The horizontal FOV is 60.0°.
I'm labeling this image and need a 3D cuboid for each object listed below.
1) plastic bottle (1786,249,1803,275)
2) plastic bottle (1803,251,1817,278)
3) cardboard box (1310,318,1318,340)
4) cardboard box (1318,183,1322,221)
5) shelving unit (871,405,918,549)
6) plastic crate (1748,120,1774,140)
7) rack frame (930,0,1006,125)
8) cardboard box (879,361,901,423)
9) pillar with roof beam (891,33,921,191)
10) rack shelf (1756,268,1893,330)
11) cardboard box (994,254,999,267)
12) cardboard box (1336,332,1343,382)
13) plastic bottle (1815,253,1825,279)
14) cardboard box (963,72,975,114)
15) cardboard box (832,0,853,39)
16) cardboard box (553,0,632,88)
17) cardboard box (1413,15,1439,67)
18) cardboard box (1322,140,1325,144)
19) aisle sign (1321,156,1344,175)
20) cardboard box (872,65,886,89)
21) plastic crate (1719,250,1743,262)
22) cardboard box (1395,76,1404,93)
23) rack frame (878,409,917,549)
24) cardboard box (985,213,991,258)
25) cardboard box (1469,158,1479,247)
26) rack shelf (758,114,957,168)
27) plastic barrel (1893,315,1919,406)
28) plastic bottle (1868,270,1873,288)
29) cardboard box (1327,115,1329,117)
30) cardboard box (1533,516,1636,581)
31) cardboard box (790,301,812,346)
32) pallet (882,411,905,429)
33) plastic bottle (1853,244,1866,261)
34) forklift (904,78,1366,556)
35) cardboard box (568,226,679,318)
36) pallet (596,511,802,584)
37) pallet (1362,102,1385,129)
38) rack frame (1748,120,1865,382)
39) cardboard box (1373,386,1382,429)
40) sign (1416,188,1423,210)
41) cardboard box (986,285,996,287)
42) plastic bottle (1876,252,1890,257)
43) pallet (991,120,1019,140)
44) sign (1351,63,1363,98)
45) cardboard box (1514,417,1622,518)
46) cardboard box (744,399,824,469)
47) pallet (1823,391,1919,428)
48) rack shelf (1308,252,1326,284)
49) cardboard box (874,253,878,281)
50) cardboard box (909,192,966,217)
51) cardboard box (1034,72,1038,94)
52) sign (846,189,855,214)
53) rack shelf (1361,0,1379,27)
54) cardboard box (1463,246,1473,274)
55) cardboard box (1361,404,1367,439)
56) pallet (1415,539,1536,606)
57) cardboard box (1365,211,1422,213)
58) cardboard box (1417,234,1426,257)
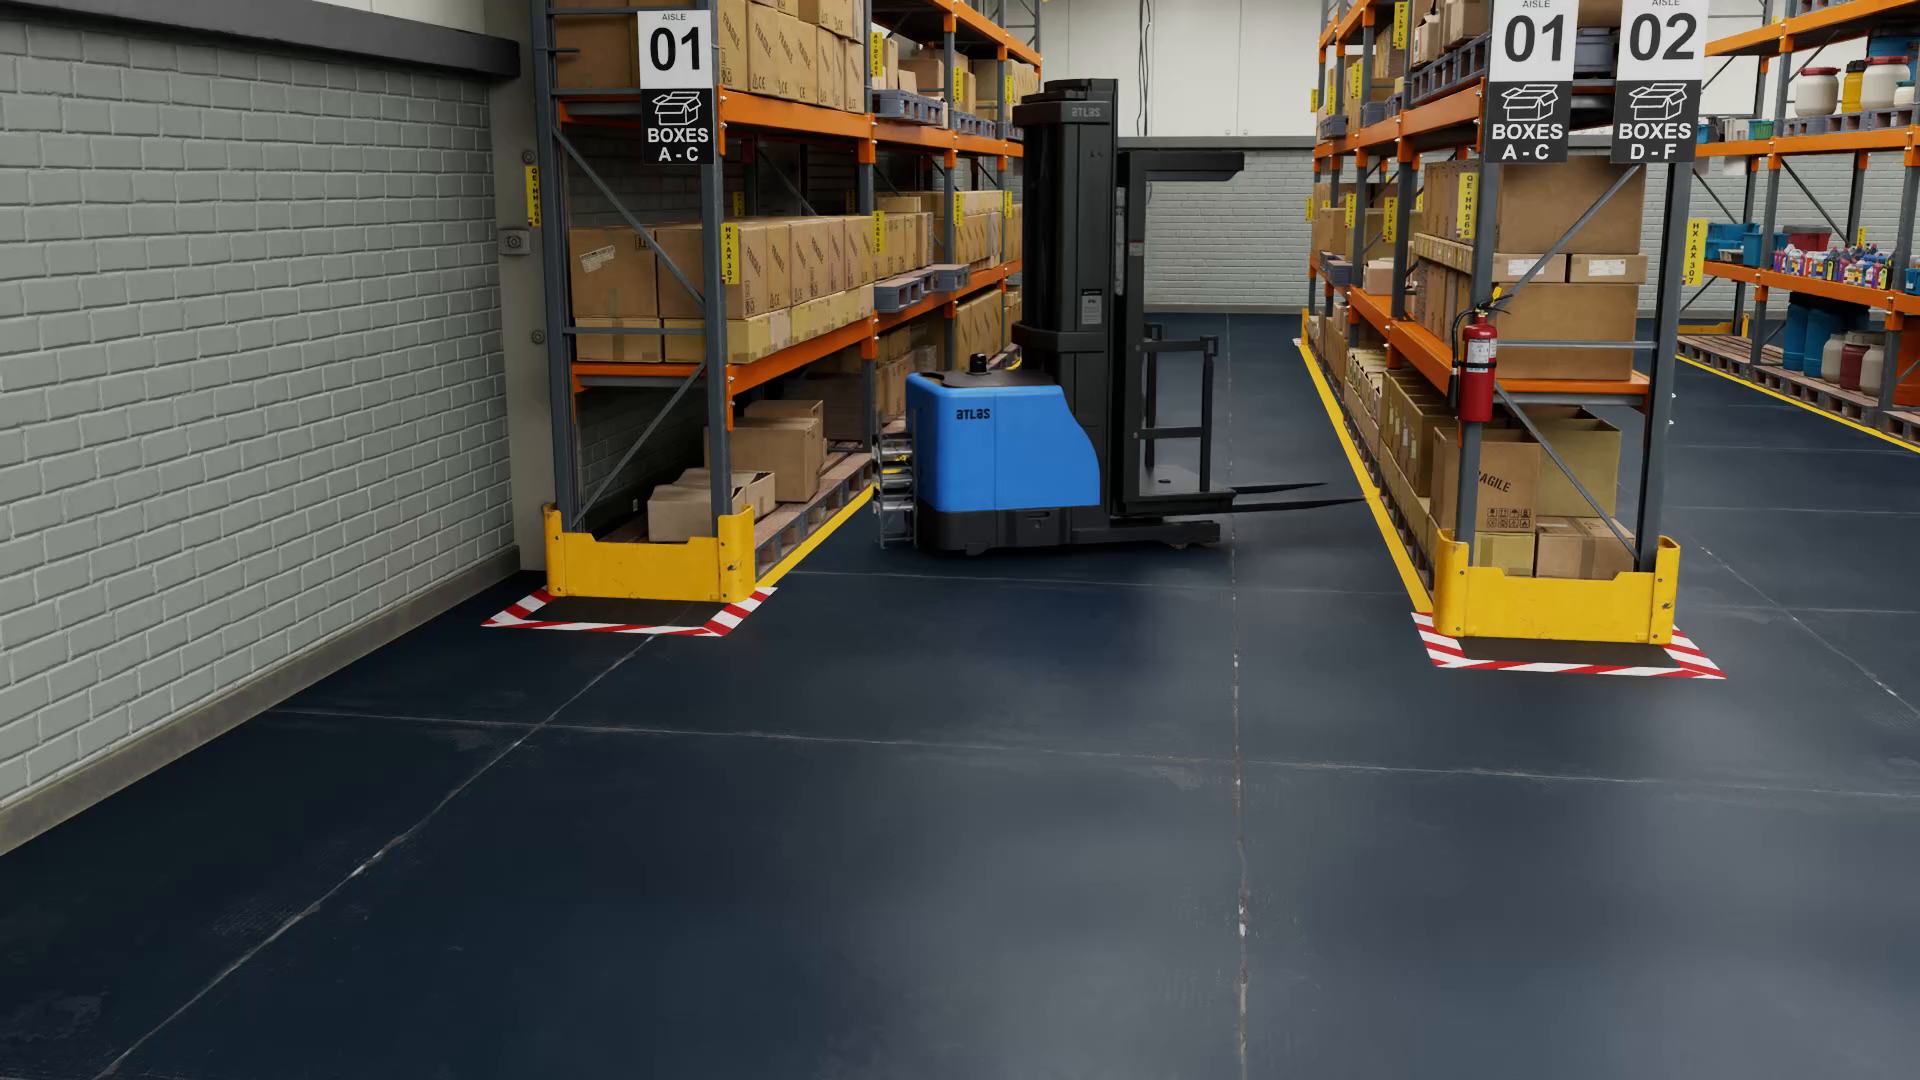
[{"bbox_3d":[9.341,-3.106,18.578,0.152,0.276,0.135,2,12,9],"label":"plastic bottle"},{"bbox_3d":[9.255,-2.989,18.037,0.152,0.276,0.135,2,12,9],"label":"plastic bottle"},{"bbox_3d":[5.049,-2.879,22.715,0.500,0.250,0.500,2,12,9],"label":"cardboard box"},{"bbox_3d":[5.006,-4.455,21.936,0.500,0.500,0.500,2,12,8],"label":"cardboard box"},{"bbox_3d":[-0.424,-0.408,10.748,0.258,0.900,0.210,-3,13,-14],"label":"shelving unit"},{"bbox_3d":[9.670,-4.911,19.937,0.416,0.233,0.300,2,12,9],"label":"plastic crate"},{"bbox_3d":[0.056,-6.580,20.166,1.000,3.000,0.127,2,12,9],"label":"rack frame"},{"bbox_3d":[-0.929,-1.343,14.994,0.700,0.500,0.500,2,12,9],"label":"cardboard box"},{"bbox_3d":[3.563,-6.614,20.325,9.100,9.000,0.400,2,12,9],"label":"pillar with roof beam"},{"bbox_3d":[9.538,-2.558,17.452,1.077,0.370,4.000,2,12,9],"label":"rack shelf"},{"bbox_3d":[0.268,-3.402,20.206,0.380,0.149,0.250,2,12,10],"label":"cardboard box"},{"bbox_3d":[4.328,-1.958,17.848,0.500,0.500,0.500,1,12,7],"label":"cardboard box"},{"bbox_3d":[9.175,-2.915,17.706,0.097,0.271,0.097,0,12,0],"label":"plastic bottle"},{"bbox_3d":[-0.209,-5.080,19.044,0.700,0.500,0.500,2,12,8],"label":"cardboard box"},{"bbox_3d":[-1.058,-3.768,11.578,0.500,0.500,0.500,3,12,12],"label":"cardboard box"},{"bbox_3d":[-1.975,-2.769,9.319,0.500,0.500,0.500,3,12,13],"label":"cardboard box"},{"bbox_3d":[3.300,-3.310,10.995,0.500,0.311,0.500,1,12,6],"label":"cardboard box"},{"bbox_3d":[5.001,-5.303,21.714,0.500,0.250,0.500,2,12,9],"label":"cardboard box"},{"bbox_3d":[5.287,-5.615,23.757,0.394,0.787,0.004,2,12,9],"label":"aisle sign"},{"bbox_3d":[-0.916,-3.850,13.830,0.500,0.311,0.500,2,12,10],"label":"cardboard box"},{"bbox_3d":[9.816,-3.599,21.057,0.293,0.136,0.466,2,12,9],"label":"plastic crate"},{"bbox_3d":[4.322,-4.157,15.402,0.500,0.250,0.500,1,12,4],"label":"cardboard box"},{"bbox_3d":[-0.398,-0.387,10.652,0.240,0.900,0.006,-3,13,-14],"label":"rack frame"},{"bbox_3d":[0.080,-3.536,19.292,0.500,0.500,0.500,2,12,9],"label":"cardboard box"},{"bbox_3d":[3.274,-1.890,9.327,0.700,0.500,0.500,2,12,7],"label":"cardboard box"},{"bbox_3d":[-0.867,-3.513,14.762,1.077,0.370,4.000,2,12,9],"label":"rack shelf"},{"bbox_3d":[9.288,-1.741,16.104,0.600,0.830,0.708,2,12,9],"label":"plastic barrel"},{"bbox_3d":[8.942,-2.566,16.252,0.097,0.201,0.097,0,12,0],"label":"plastic bottle"},{"bbox_3d":[4.838,-5.339,20.697,0.500,0.250,0.500,2,12,9],"label":"cardboard box"},{"bbox_3d":[3.408,0.045,9.196,0.500,0.250,0.500,2,12,9],"label":"cardboard box"},{"bbox_3d":[-1.251,-1.392,10.639,0.500,0.250,0.500,2,12,8],"label":"cardboard box"},{"bbox_3d":[-0.871,-1.036,15.298,1.003,0.211,1.213,2,12,9],"label":"pallet"},{"bbox_3d":[9.856,-3.067,18.220,0.144,0.351,0.185,2,12,9],"label":"plastic bottle"},{"bbox_3d":[1.197,-1.480,10.904,3.031,2.935,1.130,-3,13,-14],"label":"forklift"},{"bbox_3d":[-1.927,-1.557,9.629,0.500,0.500,0.500,2,12,8],"label":"cardboard box"},{"bbox_3d":[-1.618,0.030,10.353,1.003,0.211,1.213,2,12,9],"label":"pallet"},{"bbox_3d":[4.320,-3.885,15.228,1.213,0.211,1.003,2,12,11],"label":"pallet"},{"bbox_3d":[9.845,-3.326,19.308,1.000,3.000,0.127,2,12,9],"label":"rack frame"},{"bbox_3d":[3.500,-1.051,12.950,0.500,0.311,0.500,2,12,9],"label":"cardboard box"},{"bbox_3d":[5.500,-4.036,19.855,0.100,0.325,0.005,2,12,9],"label":"sign"},{"bbox_3d":[0.407,-3.559,23.782,0.380,0.149,0.250,2,12,9],"label":"cardboard box"},{"bbox_3d":[9.950,-2.964,17.922,0.152,0.276,0.135,2,12,9],"label":"plastic bottle"},{"bbox_3d":[0.192,-5.240,21.280,1.003,0.211,1.213,2,12,9],"label":"pallet"},{"bbox_3d":[3.800,-4.392,15.906,0.100,0.325,0.005,2,12,9],"label":"sign"},{"bbox_3d":[3.483,-0.426,9.600,0.500,0.500,0.500,2,12,9],"label":"cardboard box"},{"bbox_3d":[-1.294,-0.758,12.279,0.500,0.500,0.500,1,12,4],"label":"cardboard box"},{"bbox_3d":[9.310,-1.296,16.506,1.003,0.211,1.213,2,12,9],"label":"pallet"},{"bbox_3d":[5.259,-3.552,22.064,1.077,0.370,4.000,2,12,9],"label":"rack shelf"},{"bbox_3d":[-1.062,-2.351,13.500,0.700,0.500,0.500,2,12,9],"label":"cardboard box"},{"bbox_3d":[-0.230,-3.478,17.239,0.500,0.250,0.500,2,12,10],"label":"cardboard box"},{"bbox_3d":[0.828,-6.333,23.480,0.500,0.500,0.500,2,12,8],"label":"cardboard box"},{"bbox_3d":[-1.108,-3.398,16.892,0.100,0.325,0.005,2,12,9],"label":"sign"},{"bbox_3d":[4.029,-4.624,13.747,1.077,0.370,4.000,2,12,9],"label":"rack shelf"},{"bbox_3d":[3.095,-1.601,9.527,0.380,0.149,0.250,2,12,9],"label":"cardboard box"},{"bbox_3d":[3.656,-0.991,14.001,0.500,0.250,0.500,2,12,10],"label":"cardboard box"},{"bbox_3d":[3.182,0.213,9.504,1.003,0.211,1.213,2,12,9],"label":"pallet"},{"bbox_3d":[4.651,-3.228,17.618,0.700,0.500,0.500,4,13,19],"label":"cardboard box"},{"bbox_3d":[3.450,-2.086,11.778,0.380,0.149,0.250,2,12,9],"label":"cardboard box"}]
